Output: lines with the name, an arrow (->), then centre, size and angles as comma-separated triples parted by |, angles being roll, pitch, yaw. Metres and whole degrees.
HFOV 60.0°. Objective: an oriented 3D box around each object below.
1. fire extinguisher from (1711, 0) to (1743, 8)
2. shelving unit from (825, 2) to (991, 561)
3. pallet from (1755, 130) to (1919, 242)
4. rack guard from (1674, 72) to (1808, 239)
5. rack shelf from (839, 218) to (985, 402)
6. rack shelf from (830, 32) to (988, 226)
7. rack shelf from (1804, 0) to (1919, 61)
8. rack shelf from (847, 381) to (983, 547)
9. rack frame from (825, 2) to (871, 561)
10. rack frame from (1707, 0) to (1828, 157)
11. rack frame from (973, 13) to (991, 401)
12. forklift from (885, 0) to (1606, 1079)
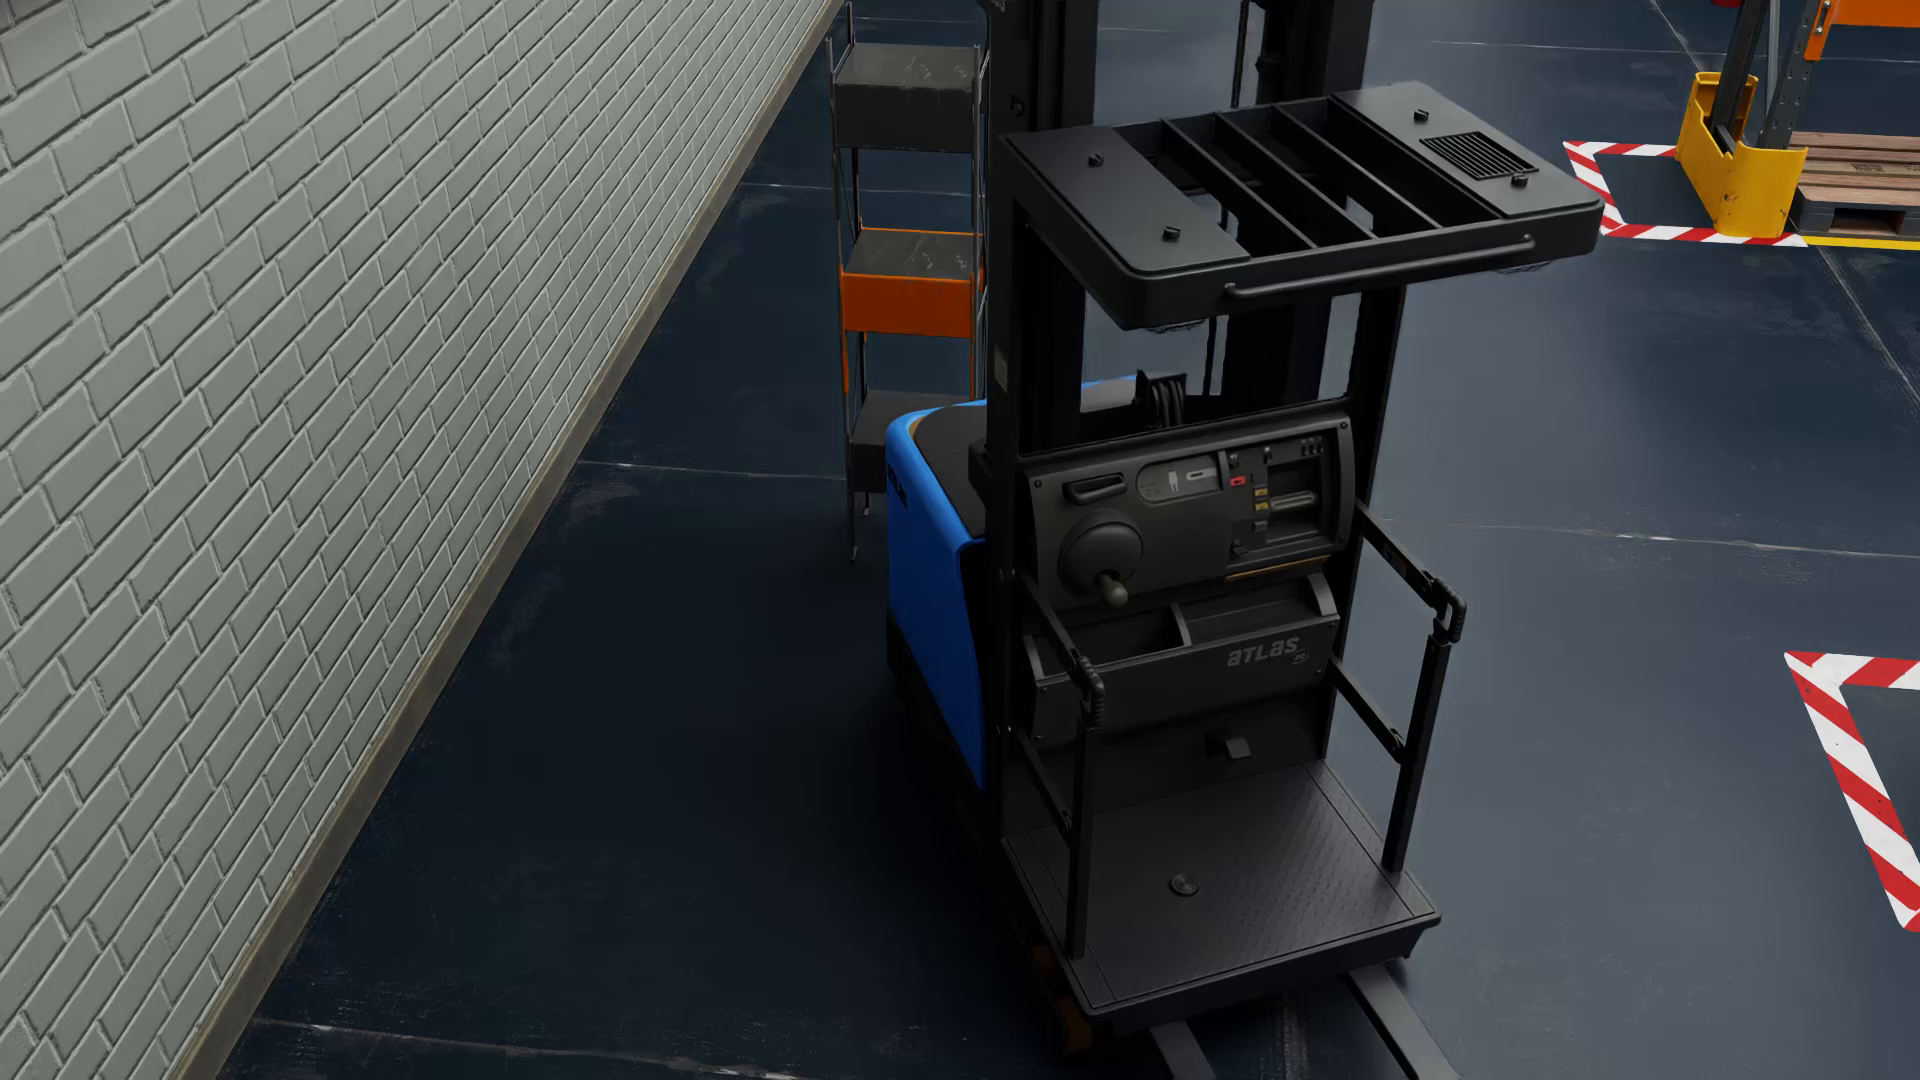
fire extinguisher -> 4.319, -3.300, 9.179 | 0.183, 0.674, 0.296 | 4, 36, 6
shelving unit -> -0.164, -0.867, 6.157 | 0.503, 2.100, 0.431 | 4, 36, 6
pallet -> 5.224, -1.992, 9.359 | 1.213, 0.211, 1.003 | 4, 36, 6
rack guard -> 4.385, -2.187, 9.384 | 0.348, 0.500, 1.175 | 4, 36, 6
rack shelf -> -0.164, -0.856, 6.165 | 0.480, 0.518, 0.431 | 4, 36, 6
rack shelf -> -0.164, -1.426, 5.758 | 0.480, 0.518, 0.431 | 4, 36, 6
rack shelf -> 6.395, -2.770, 8.668 | 4.000, 0.370, 1.077 | 4, 36, 6
rack shelf -> -0.164, -0.286, 6.572 | 0.480, 0.518, 0.431 | 4, 36, 6
rack frame -> -0.406, -0.885, 6.182 | 0.015, 2.100, 0.400 | 4, 36, 6
rack frame -> 4.411, -3.210, 8.666 | 0.127, 3.000, 1.000 | 4, 36, 6
rack frame -> 0.078, -0.849, 6.132 | 0.015, 2.100, 0.400 | 4, 36, 6
forklift -> 0.694, -0.011, 4.242 | 1.130, 2.935, 3.031 | -11, 37, -15
